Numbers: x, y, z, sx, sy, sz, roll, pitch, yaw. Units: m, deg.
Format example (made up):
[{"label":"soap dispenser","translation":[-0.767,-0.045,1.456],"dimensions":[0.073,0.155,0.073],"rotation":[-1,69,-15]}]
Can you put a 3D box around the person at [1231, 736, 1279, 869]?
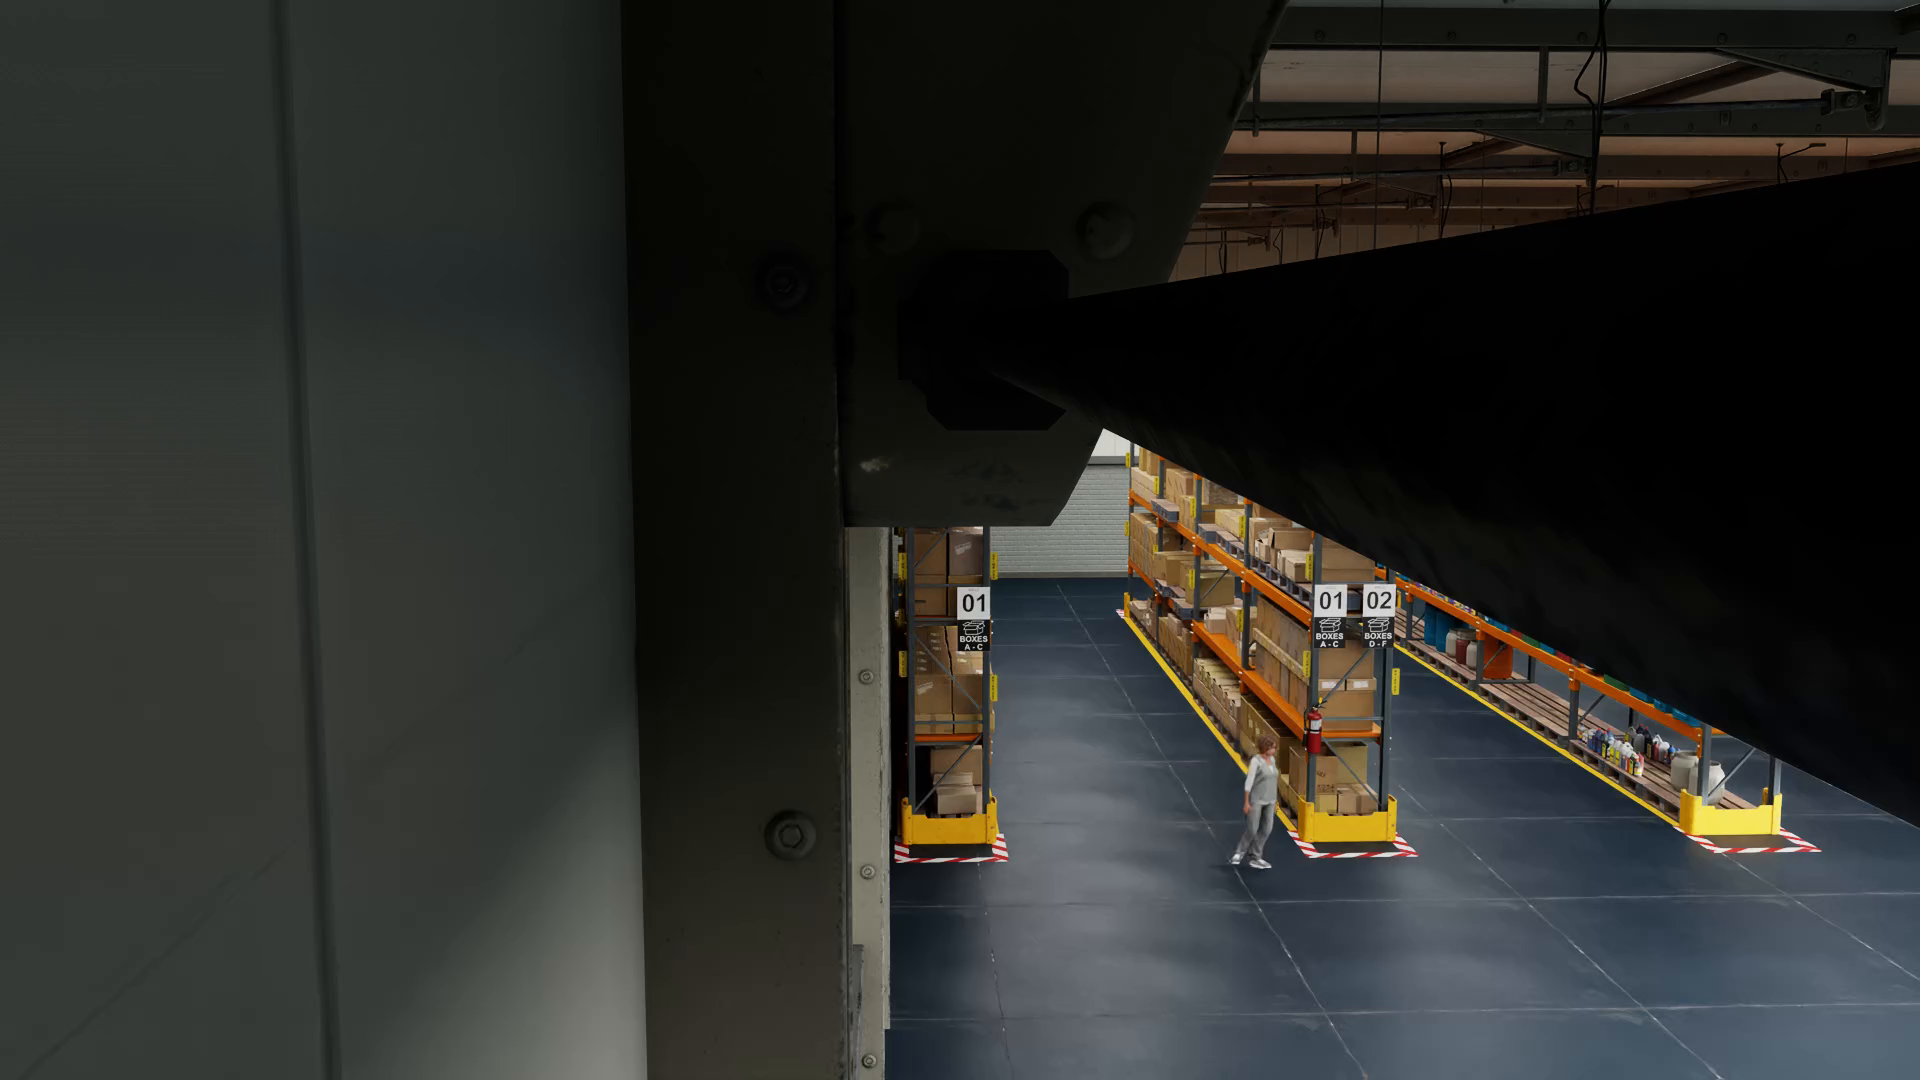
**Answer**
[{"label":"person","translation":[3.455,3.067,19.463],"dimensions":[0.530,1.577,0.441],"rotation":[-6,9,-38]}]
